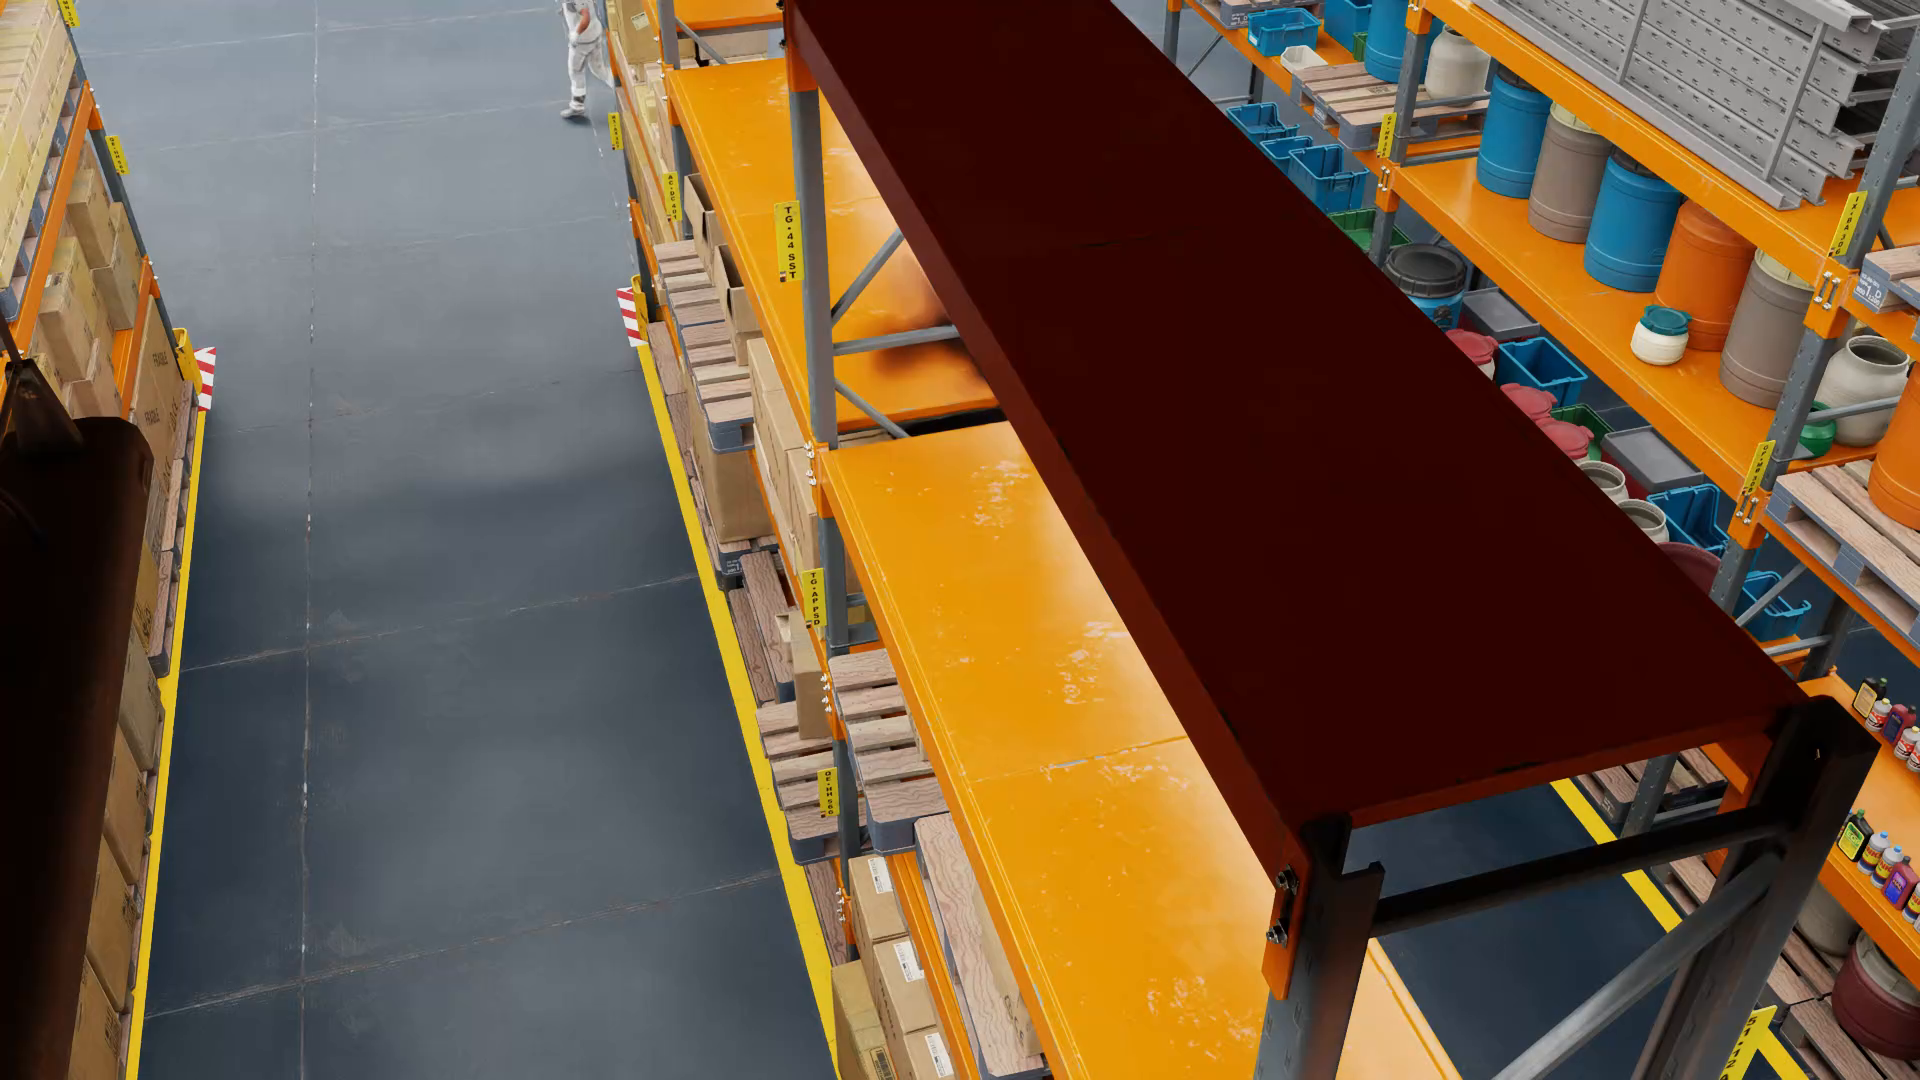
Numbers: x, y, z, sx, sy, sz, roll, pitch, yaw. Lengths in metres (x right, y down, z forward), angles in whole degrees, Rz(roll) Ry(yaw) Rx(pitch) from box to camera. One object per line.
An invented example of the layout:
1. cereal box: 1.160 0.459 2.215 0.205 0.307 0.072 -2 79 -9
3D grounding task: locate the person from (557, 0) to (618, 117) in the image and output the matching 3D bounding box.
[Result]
1. person: -4.109 -5.520 18.340 0.883 1.807 0.682 8 39 10
